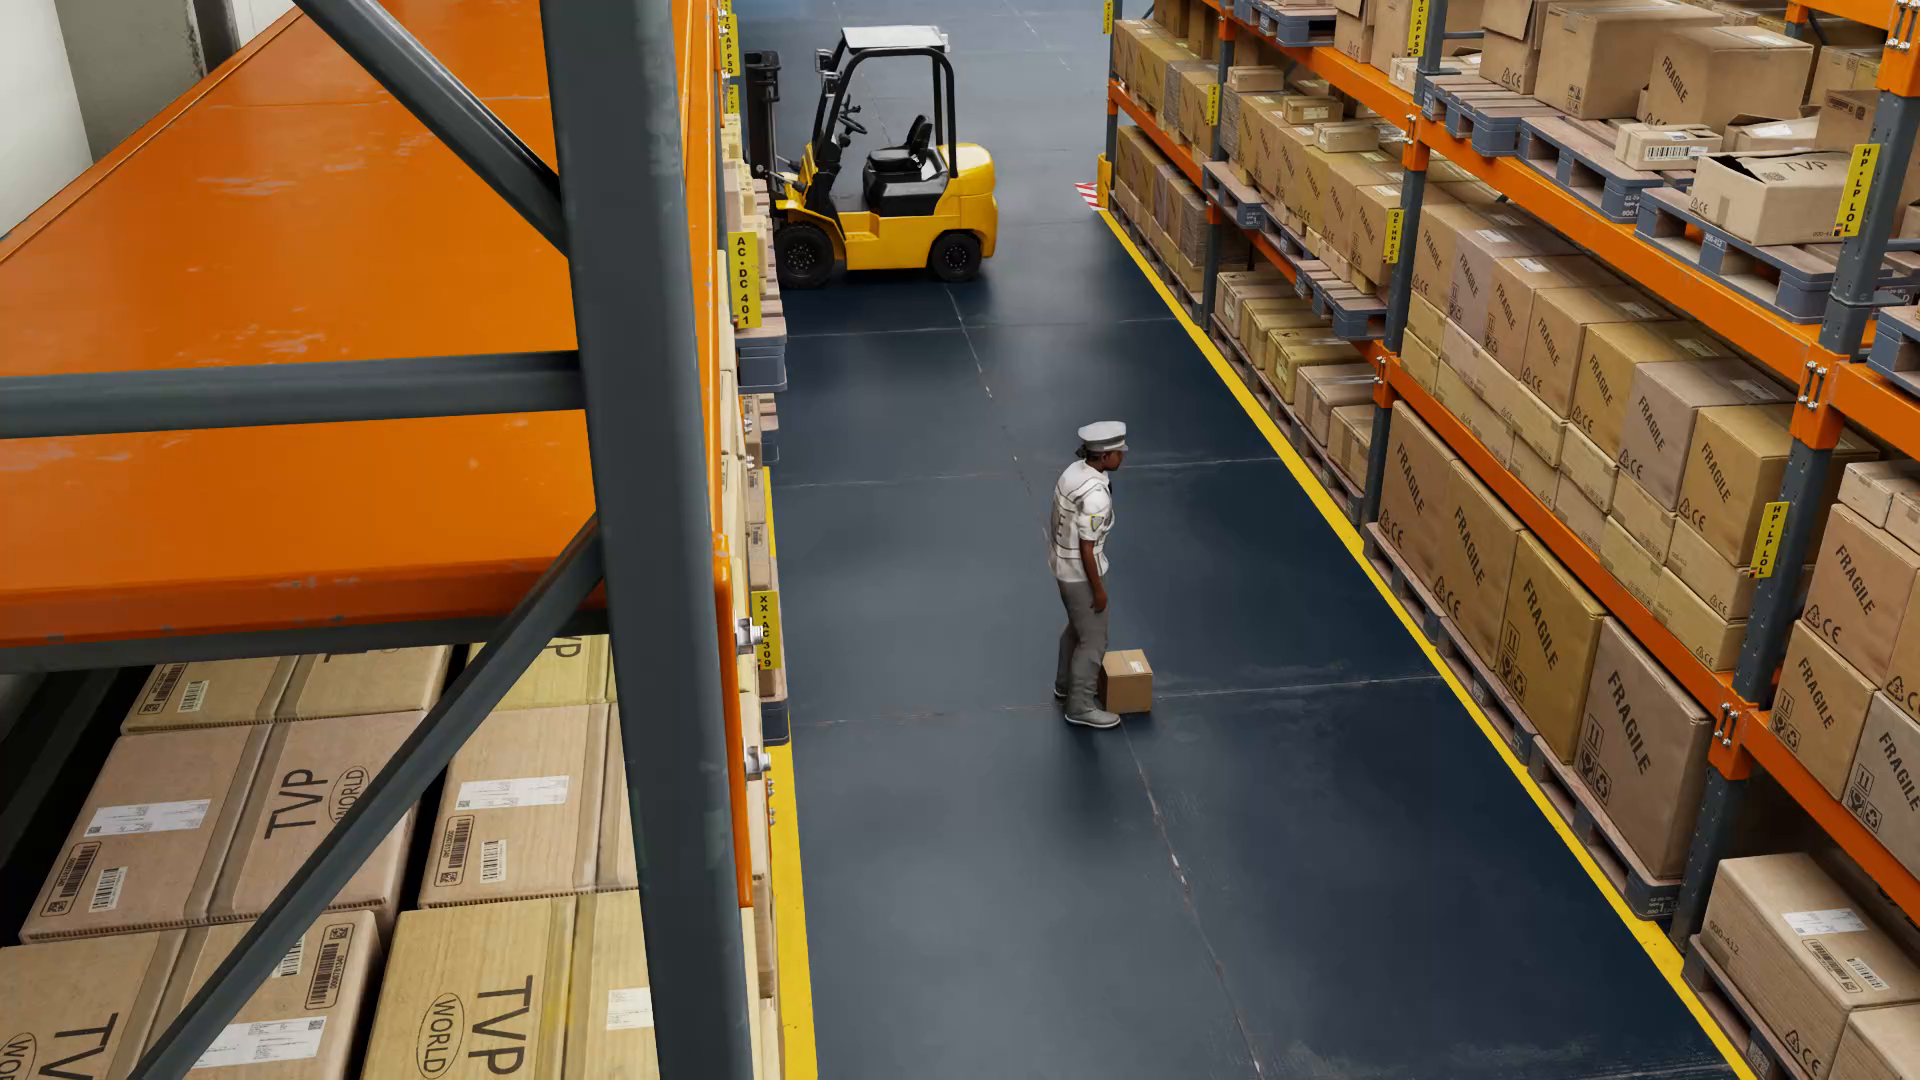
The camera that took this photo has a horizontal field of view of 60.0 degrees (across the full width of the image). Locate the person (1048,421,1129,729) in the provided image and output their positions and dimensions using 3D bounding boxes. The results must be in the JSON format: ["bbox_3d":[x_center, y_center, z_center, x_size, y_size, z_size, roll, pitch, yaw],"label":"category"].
[{"bbox_3d":[0.667,0.172,8.759,0.393,1.657,0.505,-3,27,-6],"label":"person"}]
